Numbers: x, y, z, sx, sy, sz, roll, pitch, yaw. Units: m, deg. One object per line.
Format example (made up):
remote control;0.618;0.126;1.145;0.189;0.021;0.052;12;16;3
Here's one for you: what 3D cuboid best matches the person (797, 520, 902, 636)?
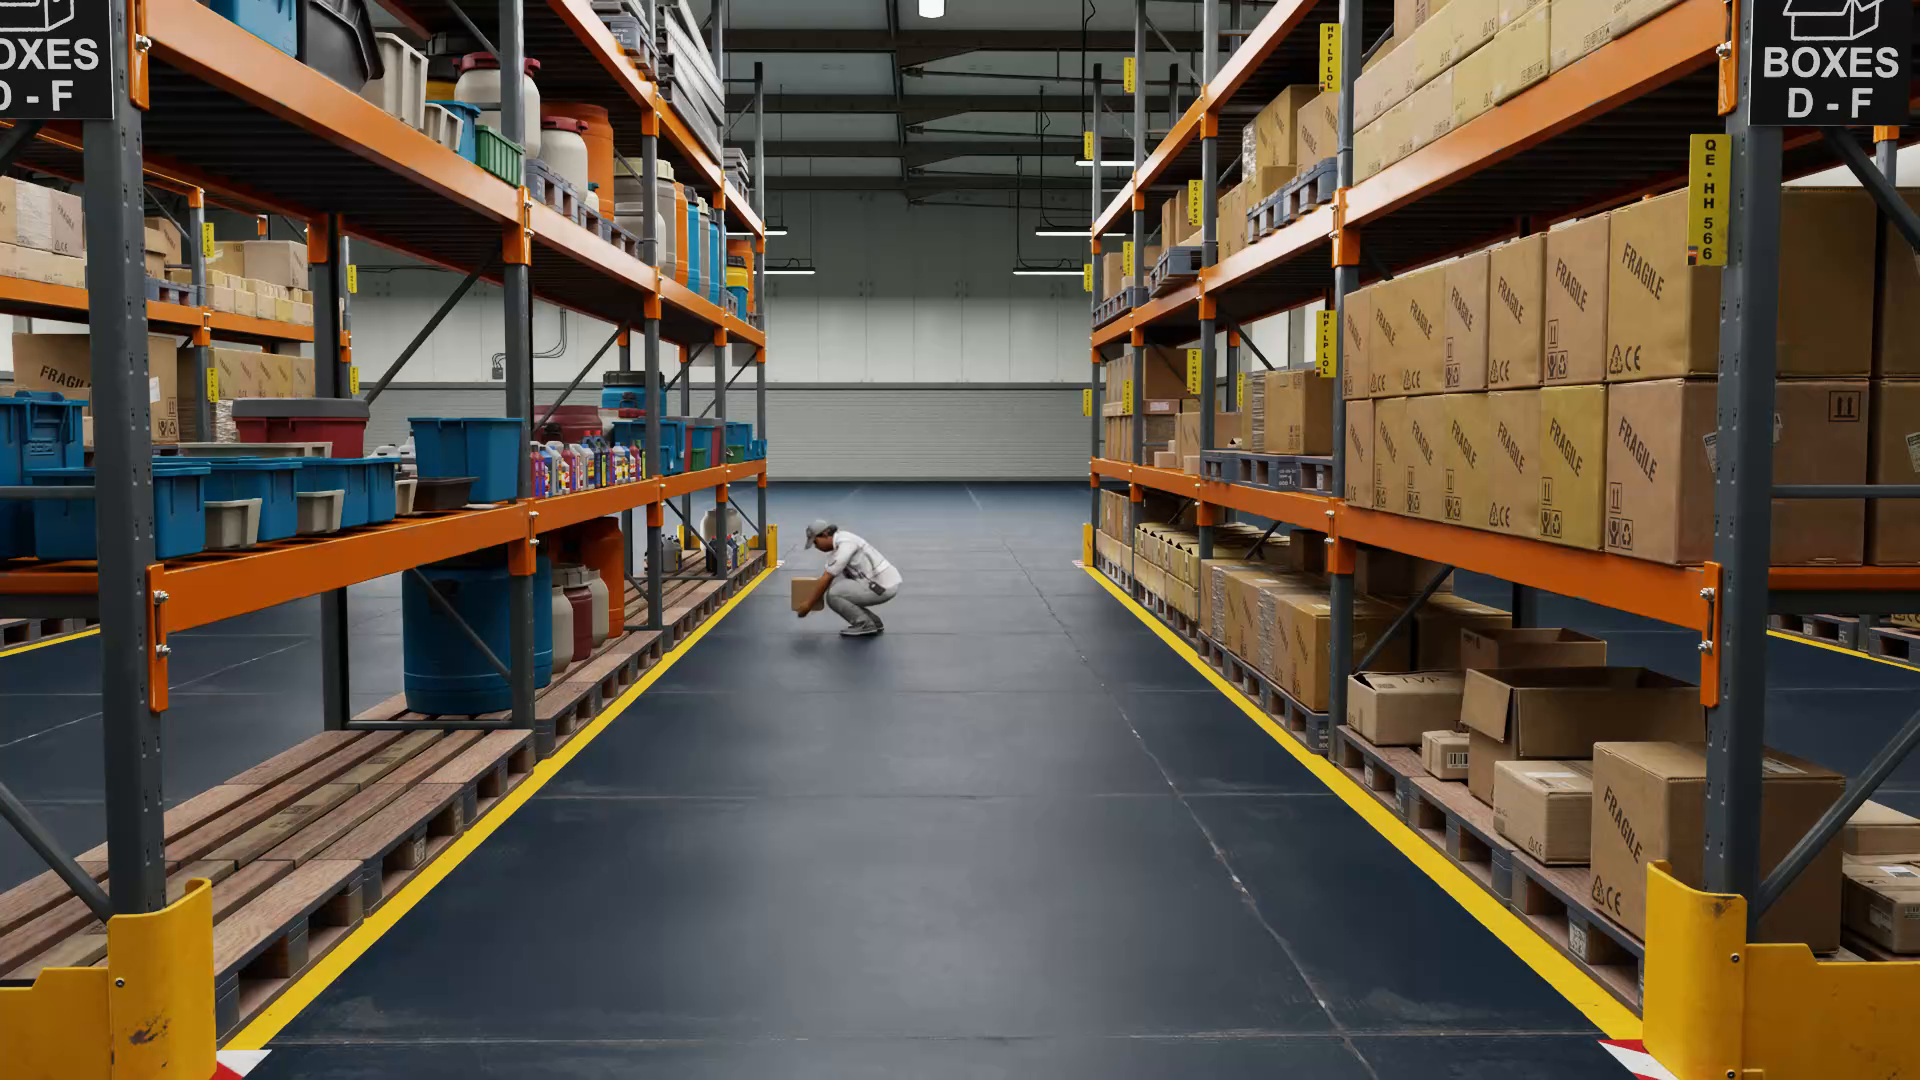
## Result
person;-0.894;0.302;13.512;0.844;0.940;0.515;0;4;-2
